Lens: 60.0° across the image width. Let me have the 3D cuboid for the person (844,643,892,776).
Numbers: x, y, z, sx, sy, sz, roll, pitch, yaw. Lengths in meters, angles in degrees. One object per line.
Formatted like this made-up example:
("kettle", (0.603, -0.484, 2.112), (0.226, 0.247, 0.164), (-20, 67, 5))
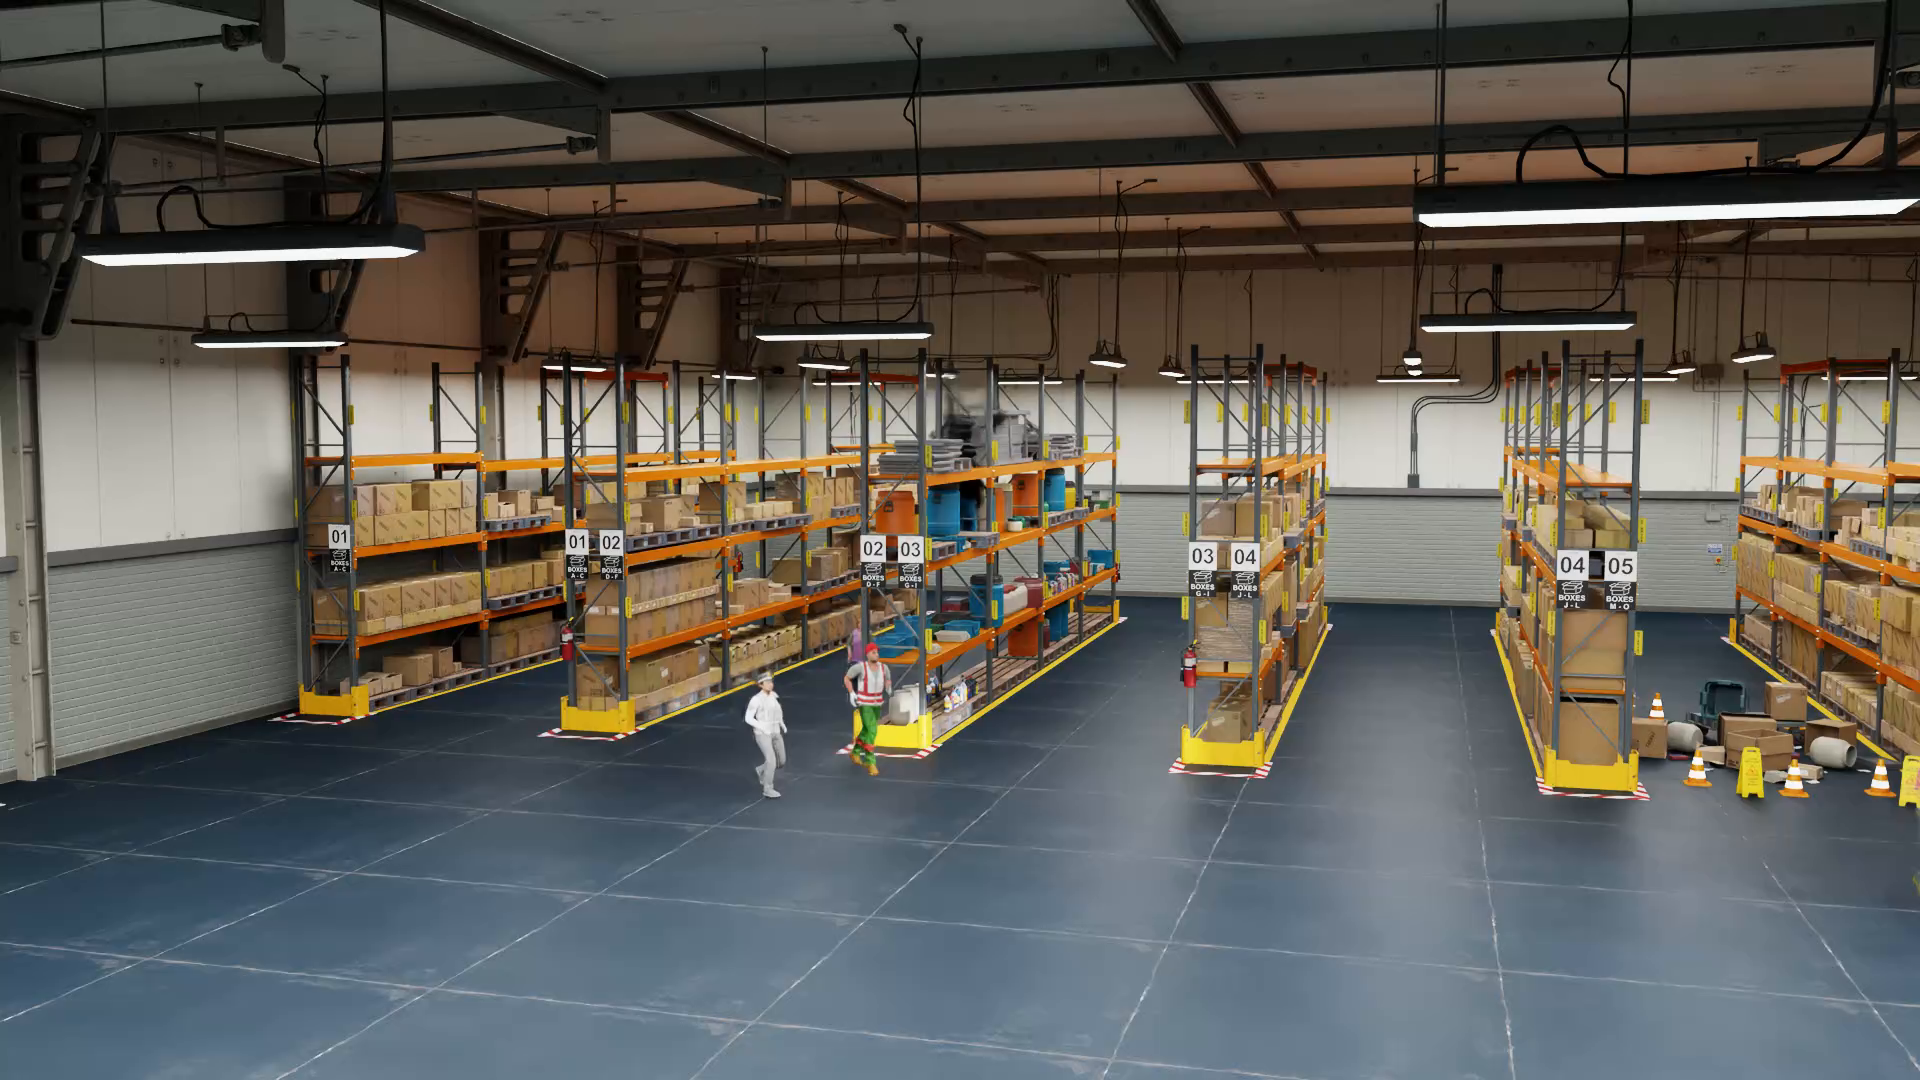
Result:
("person", (-1.270, 2.350, 23.465), (0.641, 1.831, 0.791), (-3, 6, -39))

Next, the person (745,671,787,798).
("person", (-2.547, 2.539, 21.860), (0.579, 1.646, 0.613), (4, 6, 43))

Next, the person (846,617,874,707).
("person", (-1.697, 2.086, 28.580), (0.549, 1.547, 0.556), (0, 4, 5))
